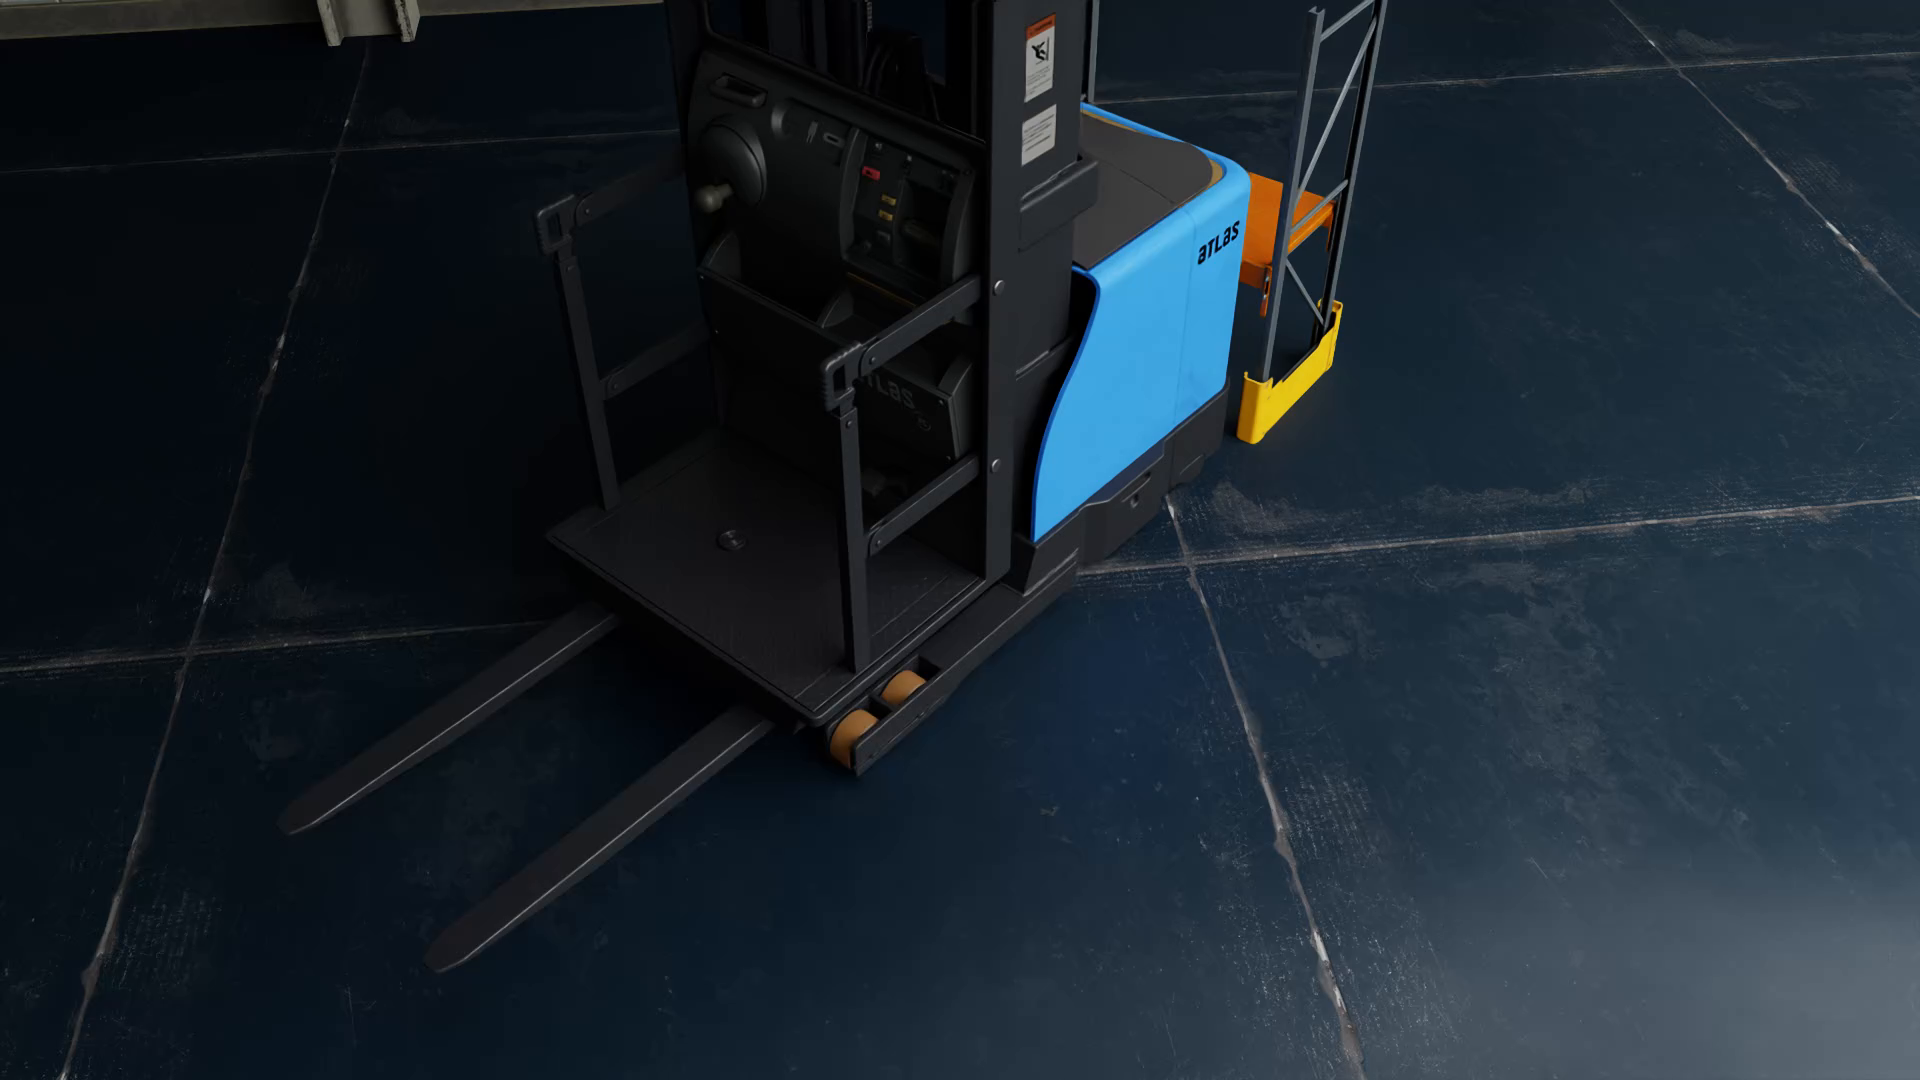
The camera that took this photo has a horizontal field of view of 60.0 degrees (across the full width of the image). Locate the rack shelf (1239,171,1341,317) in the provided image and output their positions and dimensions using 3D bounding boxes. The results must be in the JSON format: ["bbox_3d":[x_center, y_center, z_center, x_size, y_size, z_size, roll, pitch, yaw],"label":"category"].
[{"bbox_3d":[0.725,-1.118,5.638,1.000,0.185,0.538,26,48,26],"label":"rack shelf"}]

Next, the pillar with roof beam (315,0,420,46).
[{"bbox_3d":[-2.244,-2.927,1.777,0.400,9.000,9.100,-5,42,-6],"label":"pillar with roof beam"}]

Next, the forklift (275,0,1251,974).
[{"bbox_3d":[-0.470,-0.842,3.996,1.130,2.935,3.031,30,50,29],"label":"forklift"}]

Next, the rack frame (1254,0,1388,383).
[{"bbox_3d":[1.134,-1.050,5.294,0.032,1.500,0.500,26,48,26],"label":"rack frame"}]

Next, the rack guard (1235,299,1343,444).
[{"bbox_3d":[1.133,-0.586,5.713,0.087,0.250,0.587,26,48,26],"label":"rack guard"}]

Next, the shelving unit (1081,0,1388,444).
[{"bbox_3d":[0.732,-1.248,5.514,1.083,1.500,0.587,26,48,26],"label":"shelving unit"}]

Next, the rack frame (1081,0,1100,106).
[{"bbox_3d":[0.315,-1.453,5.742,0.032,1.500,0.500,26,48,26],"label":"rack frame"}]
